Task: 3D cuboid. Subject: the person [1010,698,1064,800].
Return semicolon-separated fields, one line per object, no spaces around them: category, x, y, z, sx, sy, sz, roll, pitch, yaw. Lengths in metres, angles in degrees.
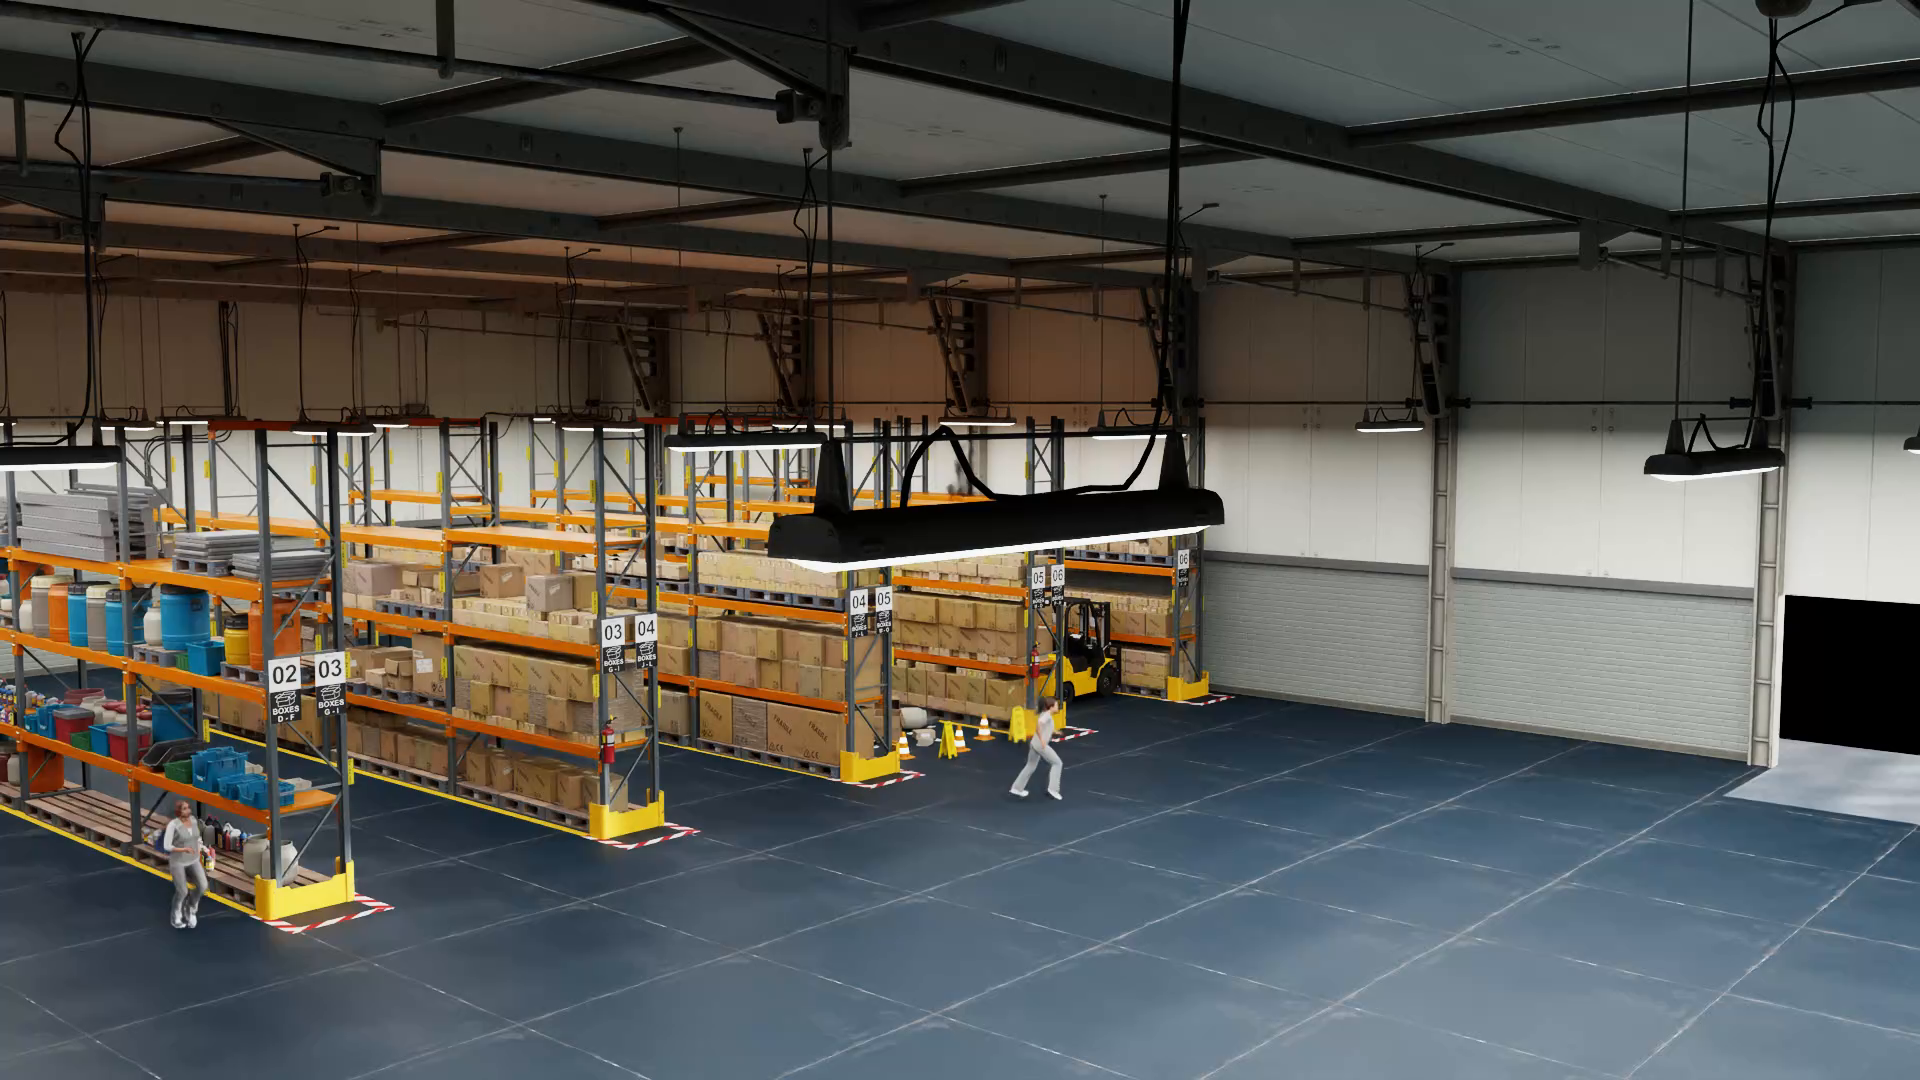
person;1.241;3.334;26.453;0.880;1.657;0.582;-1;5;-9

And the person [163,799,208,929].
person;-9.246;3.898;19.895;0.579;1.577;0.529;3;6;32

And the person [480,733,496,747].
person;-8.642;3.015;30.473;0.720;1.634;0.604;3;6;36
